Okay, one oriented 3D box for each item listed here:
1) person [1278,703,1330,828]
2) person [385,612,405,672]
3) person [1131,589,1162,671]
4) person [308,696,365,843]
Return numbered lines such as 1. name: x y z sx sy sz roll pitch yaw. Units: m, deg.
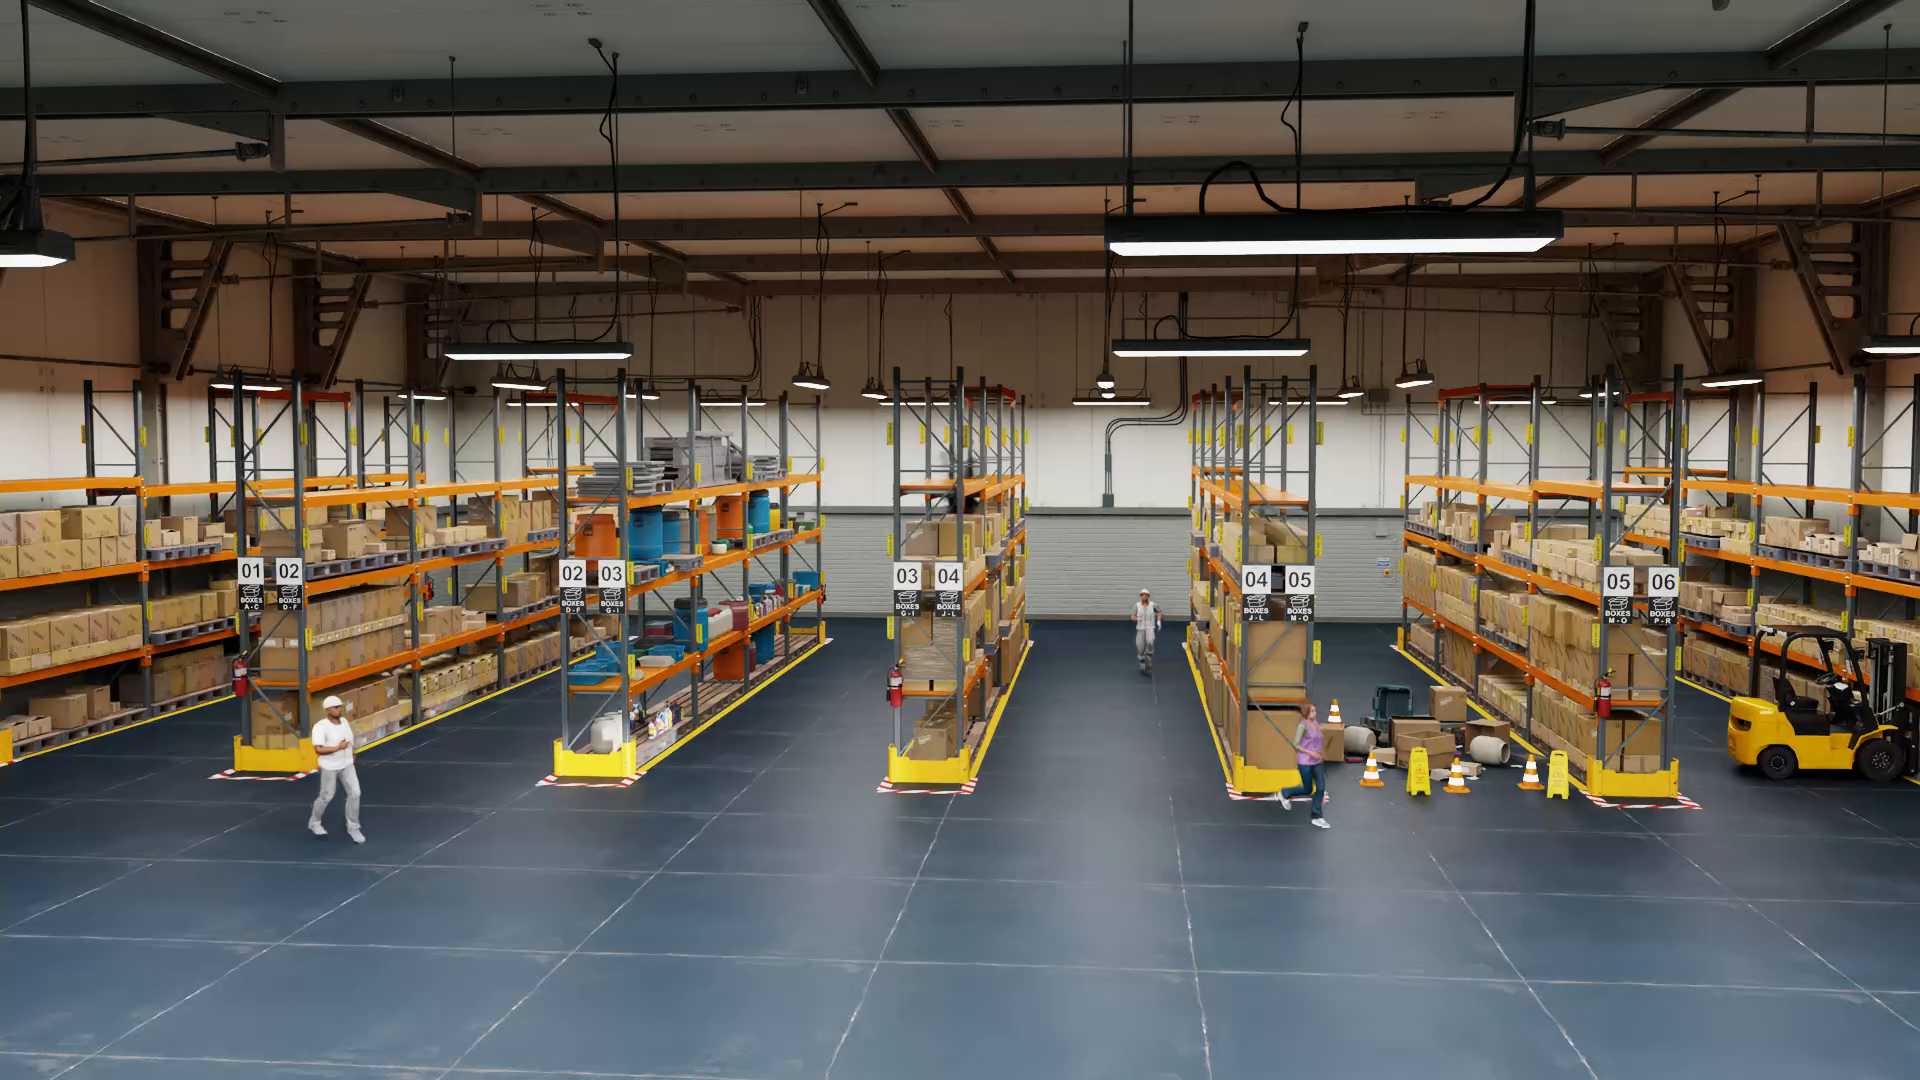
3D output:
1. person: 4.477 2.884 21.484 0.537 1.585 0.779 -3 5 -41
2. person: -12.114 1.969 35.259 0.602 1.622 0.913 0 4 -3
3. person: 3.898 1.908 34.937 0.628 1.763 0.775 1 4 12
4. person: -7.740 2.834 20.586 0.791 1.825 0.676 2 4 30
